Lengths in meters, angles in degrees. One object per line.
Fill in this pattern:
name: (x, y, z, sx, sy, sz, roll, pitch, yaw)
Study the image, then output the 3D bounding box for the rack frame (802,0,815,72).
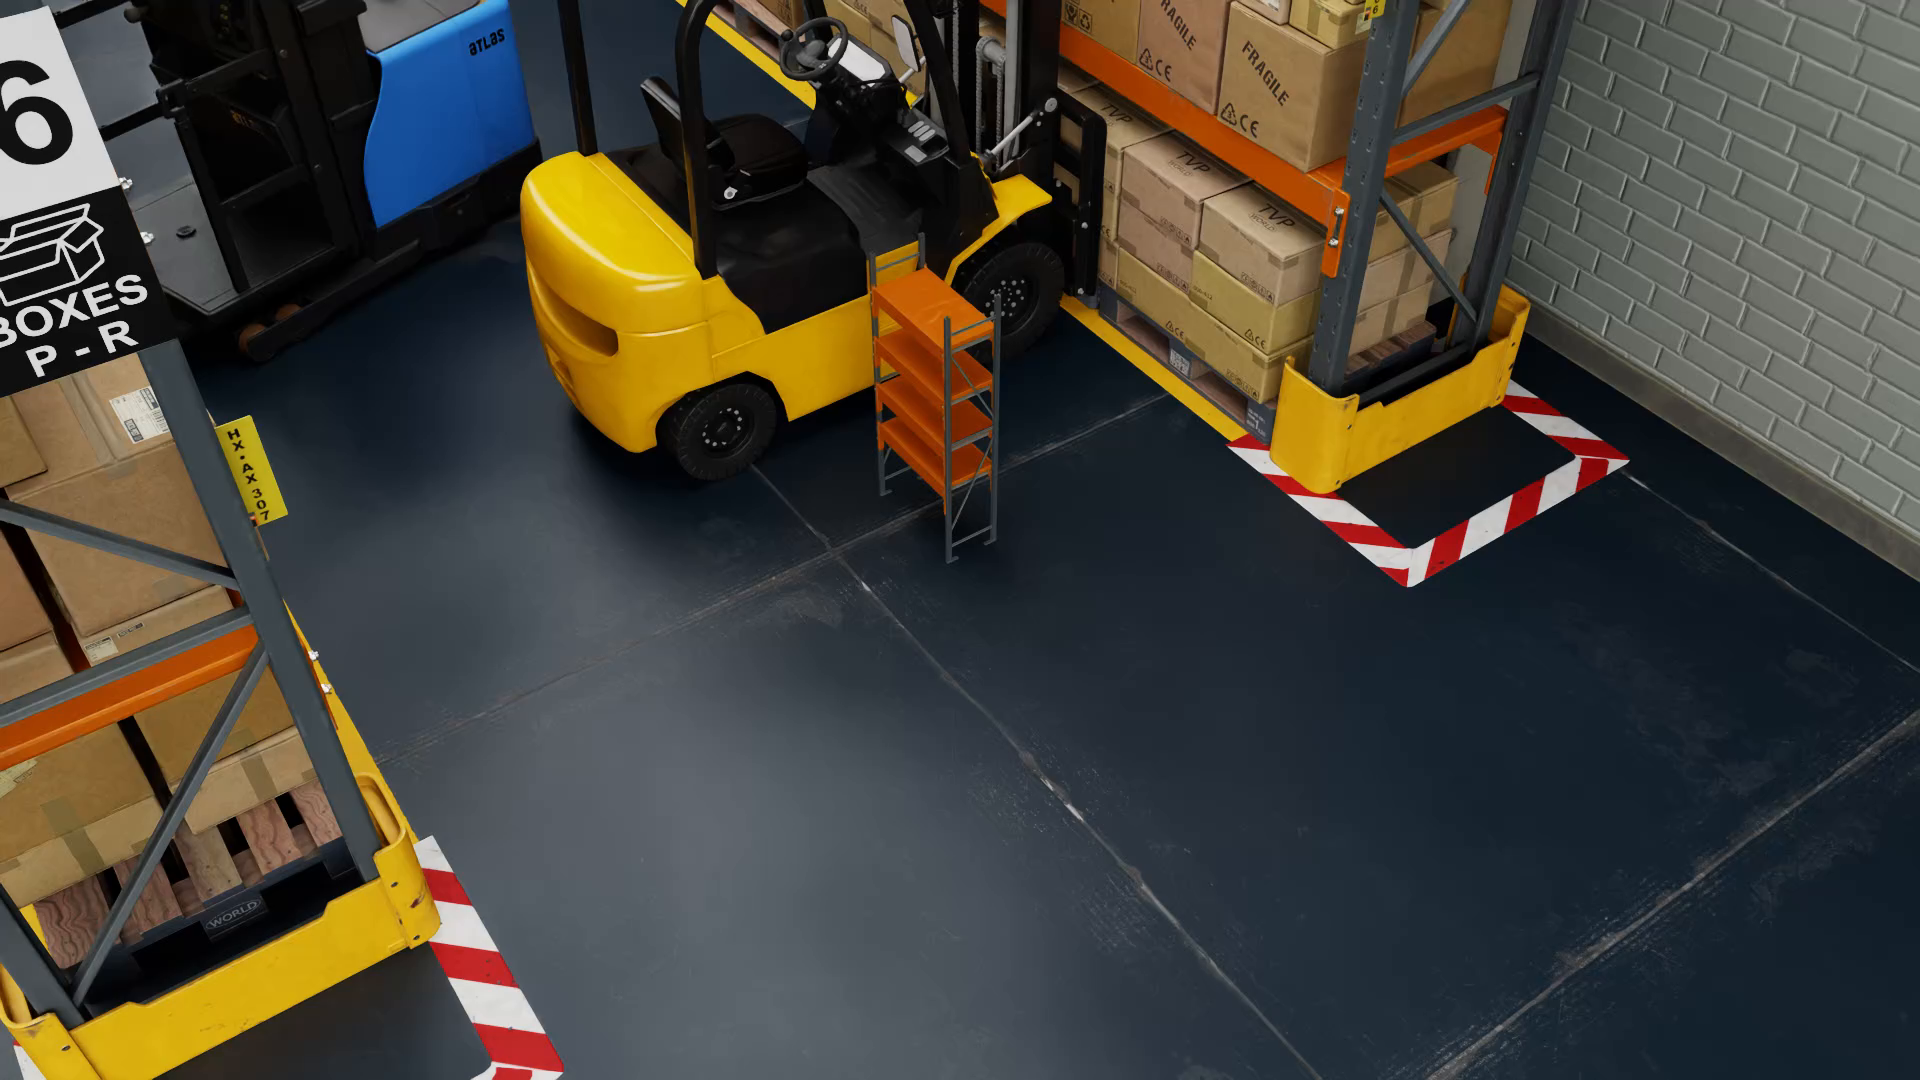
rack frame: (-0.425, -3.866, 8.627, 1.000, 3.000, 0.127, -26, 49, -24)

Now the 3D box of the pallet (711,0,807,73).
pallet: (-0.879, -3.259, 10.011, 1.003, 0.211, 1.213, -26, 49, -24)

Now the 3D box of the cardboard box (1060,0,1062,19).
cardboard box: (0.487, -2.680, 7.312, 0.500, 0.500, 0.500, -25, 49, -24)

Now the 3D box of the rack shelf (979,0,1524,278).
rack shelf: (0.719, -2.473, 7.689, 1.077, 0.370, 4.000, -26, 49, -24)

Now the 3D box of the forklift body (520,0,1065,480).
forklift body: (-0.718, -1.647, 6.917, 2.313, 2.155, 1.214, -26, 49, -24)

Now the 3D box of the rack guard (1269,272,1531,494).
rack guard: (1.877, -0.683, 7.103, 1.175, 0.500, 0.348, -26, 49, -24)

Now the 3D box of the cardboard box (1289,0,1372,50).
cardboard box: (1.435, -1.957, 6.086, 0.380, 0.149, 0.250, -25, 49, -24)

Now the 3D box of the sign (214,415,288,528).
sign: (-1.761, -0.165, 4.124, 0.100, 0.325, 0.005, -26, 49, -24)

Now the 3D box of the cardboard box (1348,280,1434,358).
cardboard box: (1.743, -1.113, 7.431, 0.500, 0.250, 0.500, -26, 49, -24)

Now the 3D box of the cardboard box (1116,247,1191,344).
cardboard box: (1.059, -1.185, 7.506, 0.500, 0.250, 0.500, -26, 49, -24)

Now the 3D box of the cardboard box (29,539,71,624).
cardboard box: (-2.387, 0.042, 4.716, 0.380, 0.149, 0.250, -25, 49, -24)

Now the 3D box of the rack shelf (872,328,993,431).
rack shelf: (-0.095, -0.641, 6.326, 0.258, 0.148, 0.480, -26, 49, -24)

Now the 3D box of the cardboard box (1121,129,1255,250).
cardboard box: (1.047, -1.544, 7.158, 0.500, 0.250, 0.500, -25, 49, -24)

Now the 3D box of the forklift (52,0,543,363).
forklift: (-3.425, -2.263, 6.998, 1.130, 2.935, 3.031, 27, 50, 26)

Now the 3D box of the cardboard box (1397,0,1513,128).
cardboard box: (1.808, -2.027, 6.629, 0.500, 0.500, 0.500, -24, 49, -23)

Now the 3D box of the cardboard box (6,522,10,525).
cardboard box: (-3.025, -0.265, 4.568, 0.500, 0.500, 0.500, -26, 49, -24)

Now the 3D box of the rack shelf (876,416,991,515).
rack shelf: (-0.095, -0.335, 6.617, 0.258, 0.148, 0.480, -26, 49, -24)

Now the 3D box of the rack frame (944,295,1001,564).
rack frame: (0.045, -0.390, 6.289, 0.240, 1.200, 0.015, -26, 49, -24)

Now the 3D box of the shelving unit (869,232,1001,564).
shelving unit: (-0.095, -0.528, 6.434, 0.258, 1.200, 0.503, -26, 49, -24)

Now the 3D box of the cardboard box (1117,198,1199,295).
cardboard box: (1.050, -1.379, 7.348, 0.500, 0.250, 0.500, -26, 50, -25)

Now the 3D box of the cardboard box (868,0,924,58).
cardboard box: (-0.122, -2.693, 8.362, 0.500, 0.250, 0.500, -26, 49, -24)

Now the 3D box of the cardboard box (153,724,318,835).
cardboard box: (-2.441, 0.639, 5.596, 0.500, 0.250, 0.500, -26, 49, -25)

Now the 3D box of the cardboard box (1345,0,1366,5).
cardboard box: (1.485, -2.099, 6.018, 0.380, 0.149, 0.250, -26, 49, -24)

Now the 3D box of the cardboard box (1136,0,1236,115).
cardboard box: (1.077, -2.109, 6.715, 0.500, 0.500, 0.500, -24, 49, -23)

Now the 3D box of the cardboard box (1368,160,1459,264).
cardboard box: (1.743, -1.467, 7.077, 0.500, 0.250, 0.500, -26, 50, -25)

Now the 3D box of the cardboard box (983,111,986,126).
cardboard box: (0.454, -1.948, 7.943, 0.500, 0.250, 0.500, -26, 49, -25)

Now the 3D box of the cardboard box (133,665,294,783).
cardboard box: (-2.455, 0.354, 5.351, 0.500, 0.500, 0.500, -27, 50, -26)

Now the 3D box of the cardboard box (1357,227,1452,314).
cardboard box: (1.765, -1.287, 7.251, 0.500, 0.250, 0.500, -25, 49, -24)

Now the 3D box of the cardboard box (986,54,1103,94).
cardboard box: (0.466, -2.116, 7.757, 0.500, 0.250, 0.500, -27, 50, -25)

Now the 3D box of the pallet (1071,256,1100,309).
pallet: (0.698, -1.699, 8.377, 1.003, 0.211, 1.213, -26, 49, -24)

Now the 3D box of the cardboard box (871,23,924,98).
cardboard box: (-0.112, -2.524, 8.547, 0.500, 0.250, 0.500, -26, 49, -25)

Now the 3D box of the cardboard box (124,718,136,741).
cardboard box: (-3.179, 0.557, 5.681, 0.500, 0.250, 0.500, -26, 49, -24)

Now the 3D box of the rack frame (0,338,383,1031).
rack frame: (-2.206, 0.362, 4.198, 1.000, 3.000, 0.127, -26, 49, -24)

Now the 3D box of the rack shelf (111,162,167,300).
rack shelf: (-3.350, -1.595, 4.597, 1.077, 0.370, 4.000, -26, 49, -24)

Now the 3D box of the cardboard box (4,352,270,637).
cardboard box: (-2.249, -0.159, 4.457, 0.500, 0.500, 0.500, -26, 50, -25)
